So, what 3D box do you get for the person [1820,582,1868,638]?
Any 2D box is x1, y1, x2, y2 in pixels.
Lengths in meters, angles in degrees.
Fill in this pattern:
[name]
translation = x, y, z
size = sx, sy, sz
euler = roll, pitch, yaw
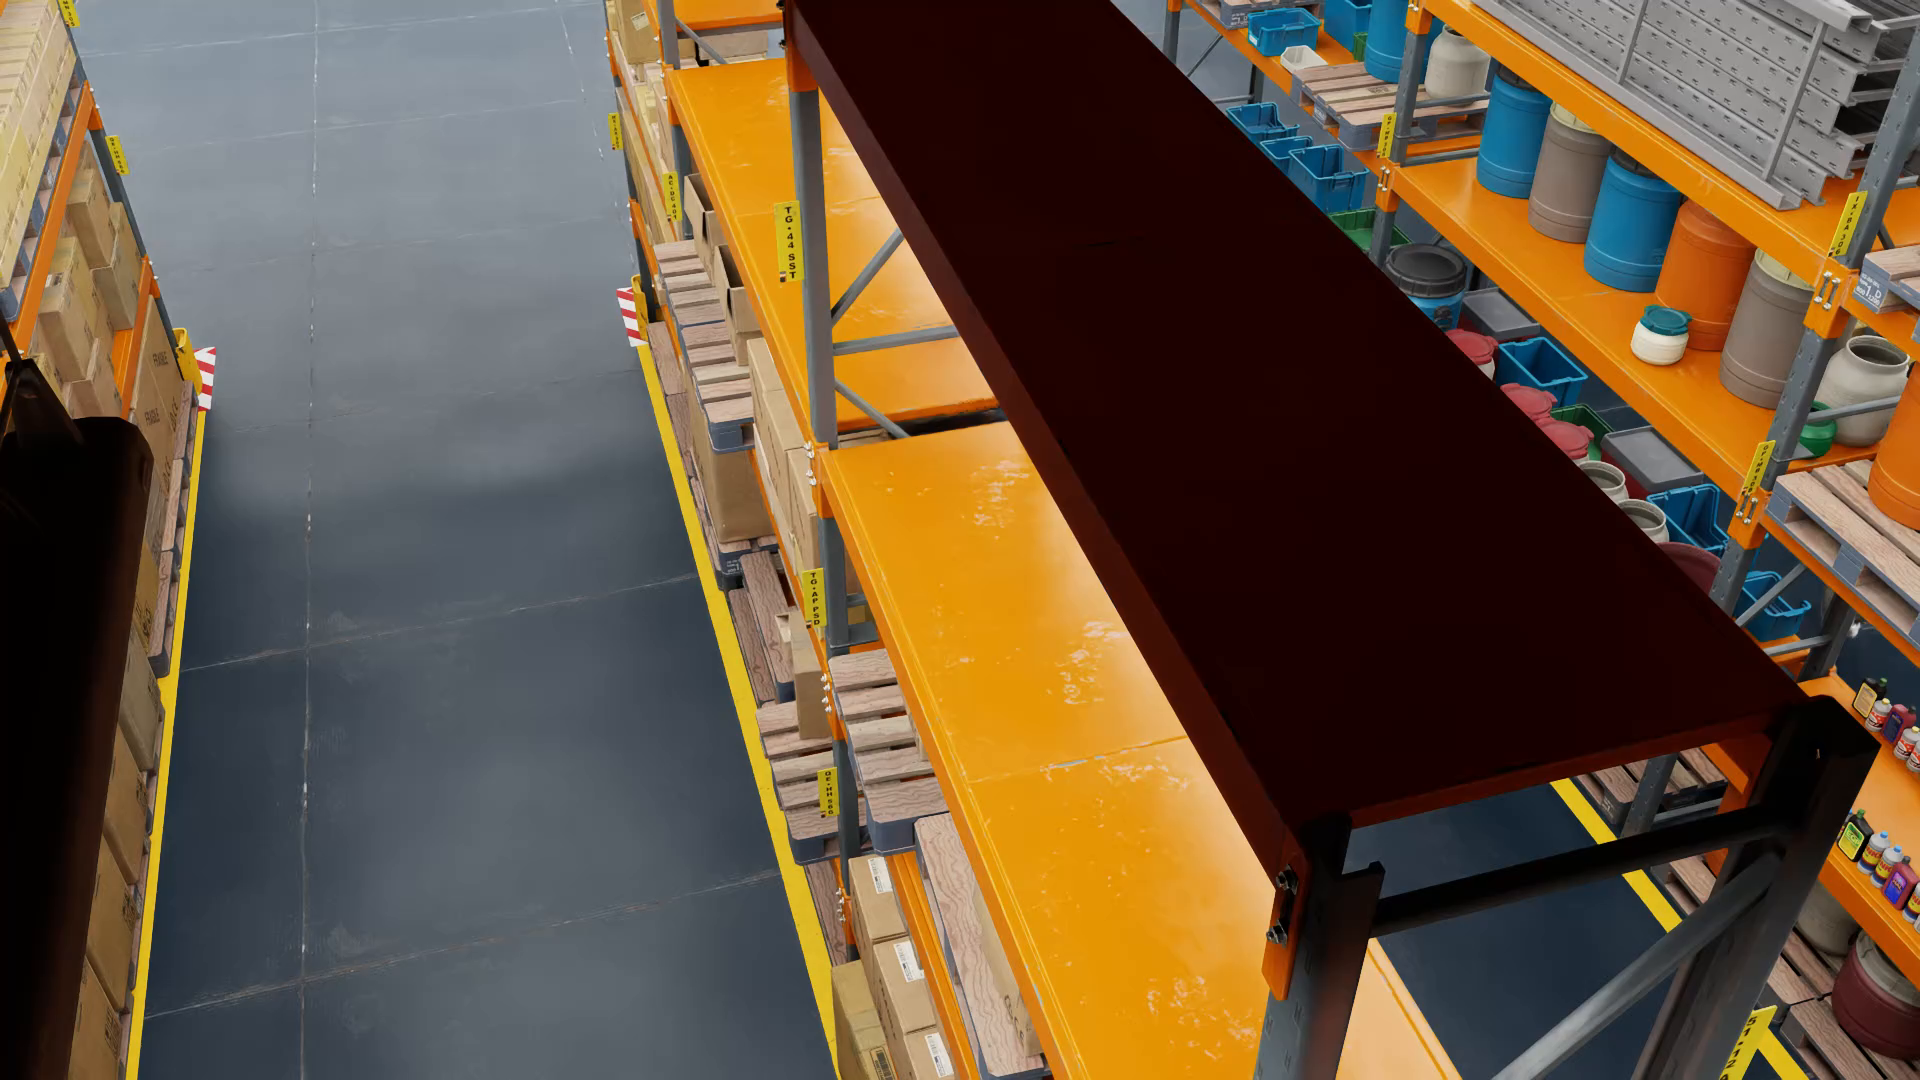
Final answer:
[person]
translation = 6.116, 0.112, 11.329
size = 0.435, 1.660, 0.602
euler = 21, 43, 24
